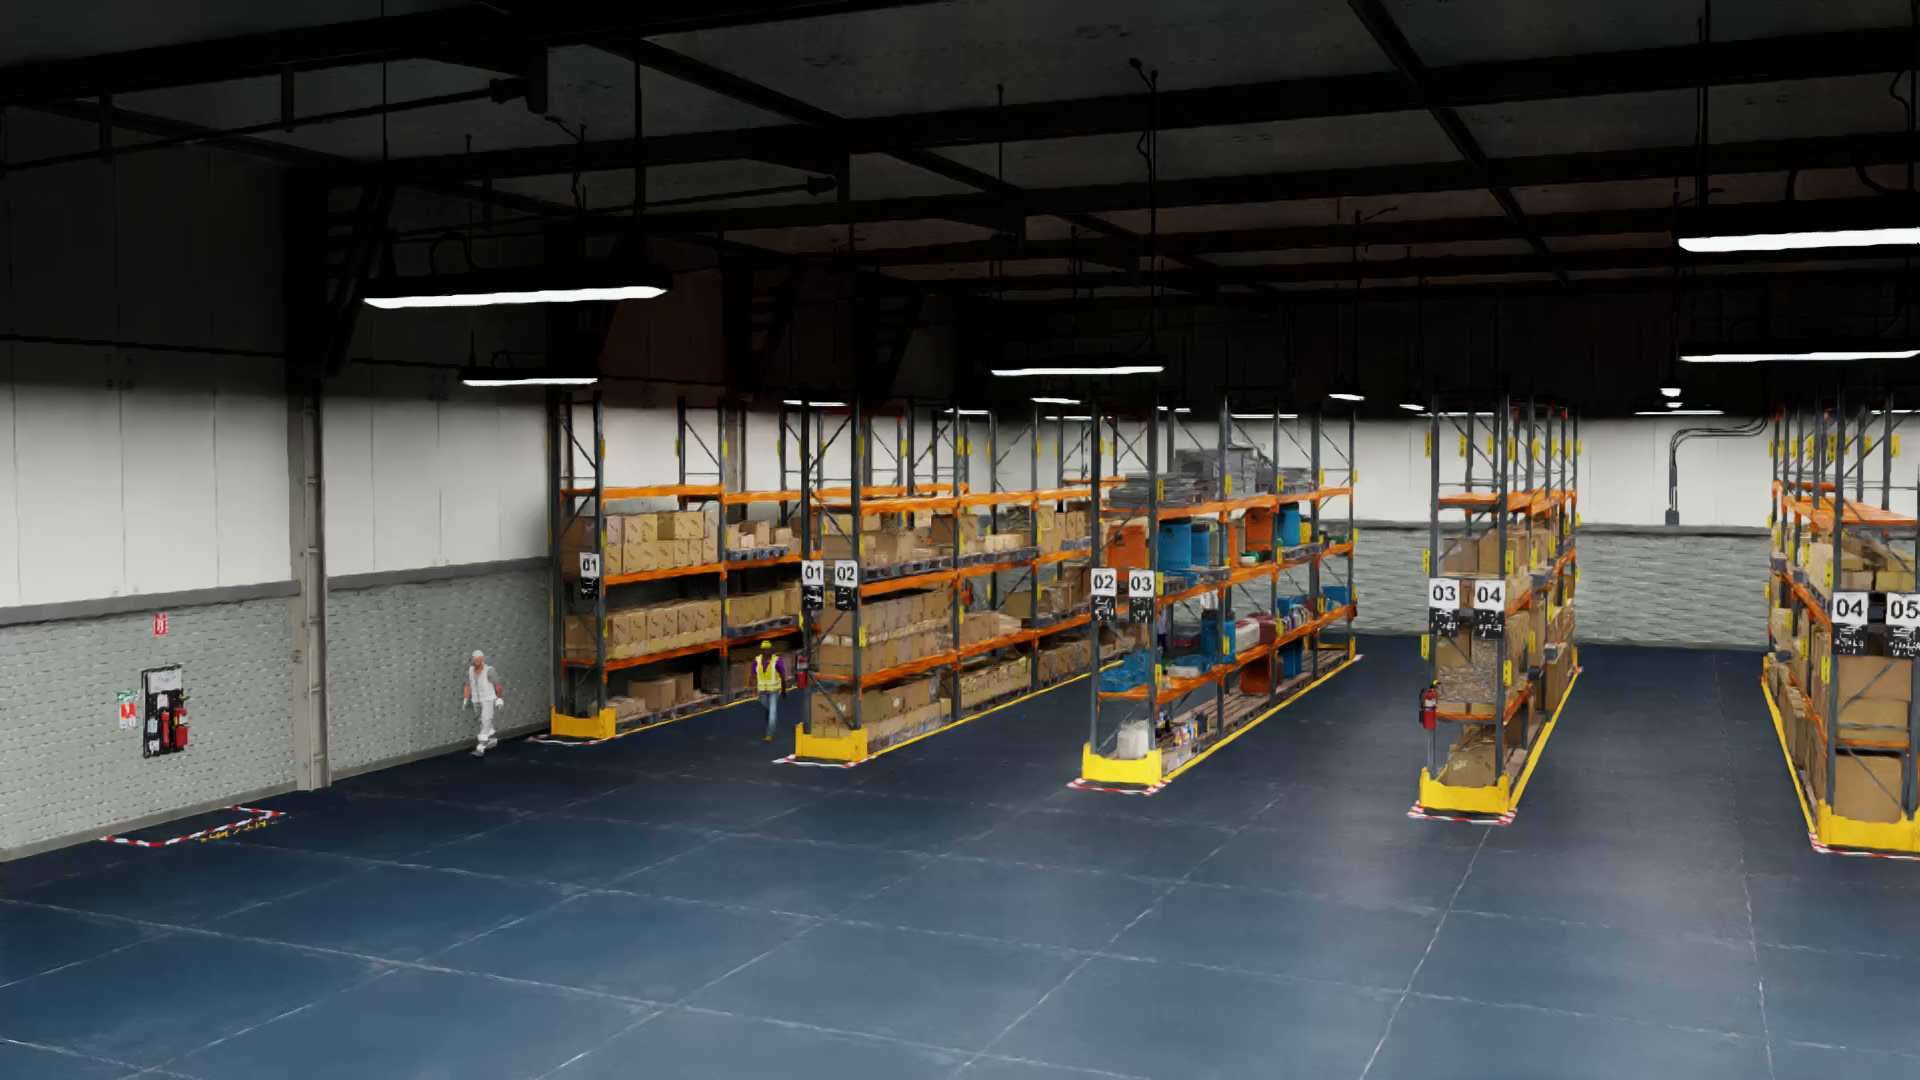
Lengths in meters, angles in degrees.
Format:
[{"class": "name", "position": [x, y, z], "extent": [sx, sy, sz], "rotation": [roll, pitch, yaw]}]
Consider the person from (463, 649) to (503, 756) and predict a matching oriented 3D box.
[{"class": "person", "position": [-7.820, 2.629, 27.161], "extent": [0.554, 1.710, 1.097], "rotation": [1, 3, 15]}]

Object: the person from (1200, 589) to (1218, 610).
[{"class": "person", "position": [6.575, 1.758, 43.172], "extent": [0.729, 1.733, 0.546], "rotation": [1, 3, 22]}]

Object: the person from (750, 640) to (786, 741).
[{"class": "person", "position": [-3.313, 2.563, 28.535], "extent": [0.571, 1.708, 1.032], "rotation": [1, 3, 16]}]

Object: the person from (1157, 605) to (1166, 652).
[{"class": "person", "position": [4.476, 2.160, 37.032], "extent": [0.478, 1.567, 1.083], "rotation": [1, 3, 21]}]
